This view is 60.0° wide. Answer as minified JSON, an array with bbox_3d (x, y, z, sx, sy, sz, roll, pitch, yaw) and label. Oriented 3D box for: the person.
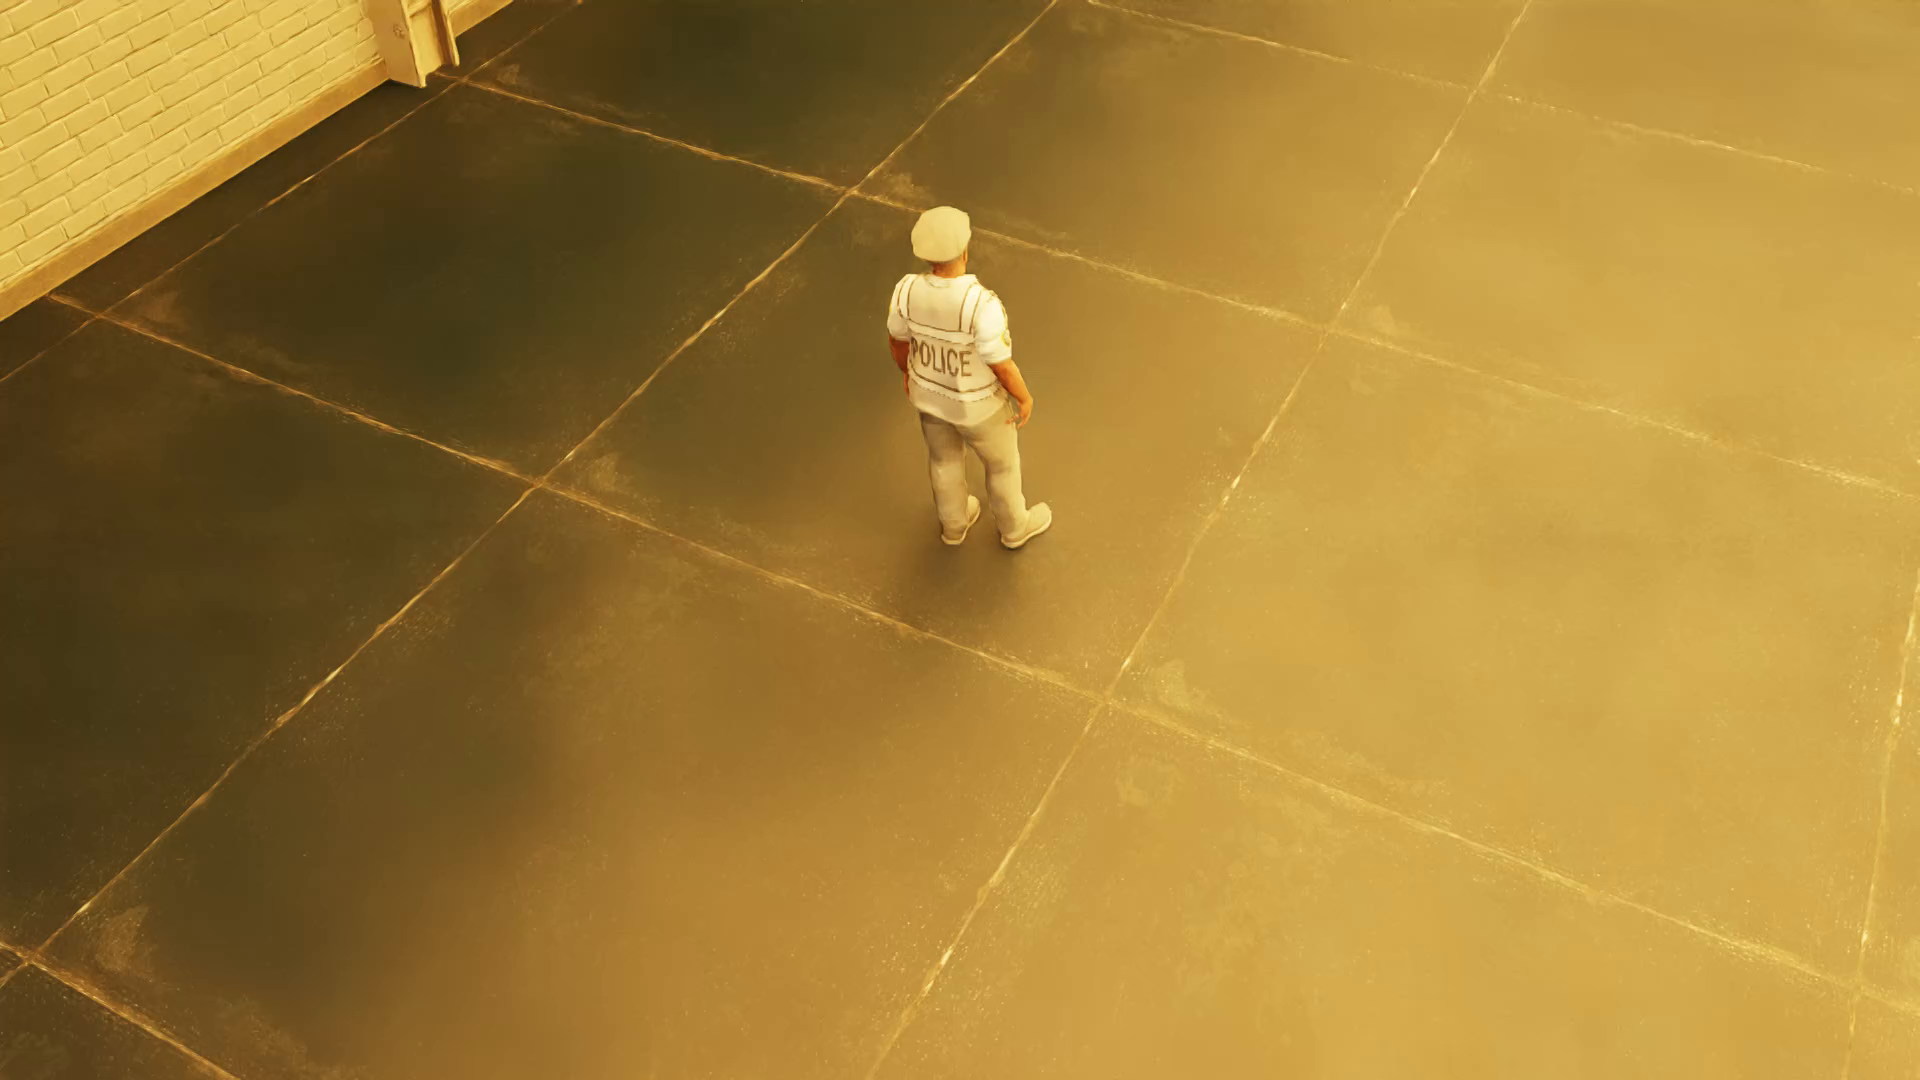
[{"bbox_3d":[0.047,-0.698,7.221,0.640,1.781,0.574,20,47,20],"label":"person"}]
